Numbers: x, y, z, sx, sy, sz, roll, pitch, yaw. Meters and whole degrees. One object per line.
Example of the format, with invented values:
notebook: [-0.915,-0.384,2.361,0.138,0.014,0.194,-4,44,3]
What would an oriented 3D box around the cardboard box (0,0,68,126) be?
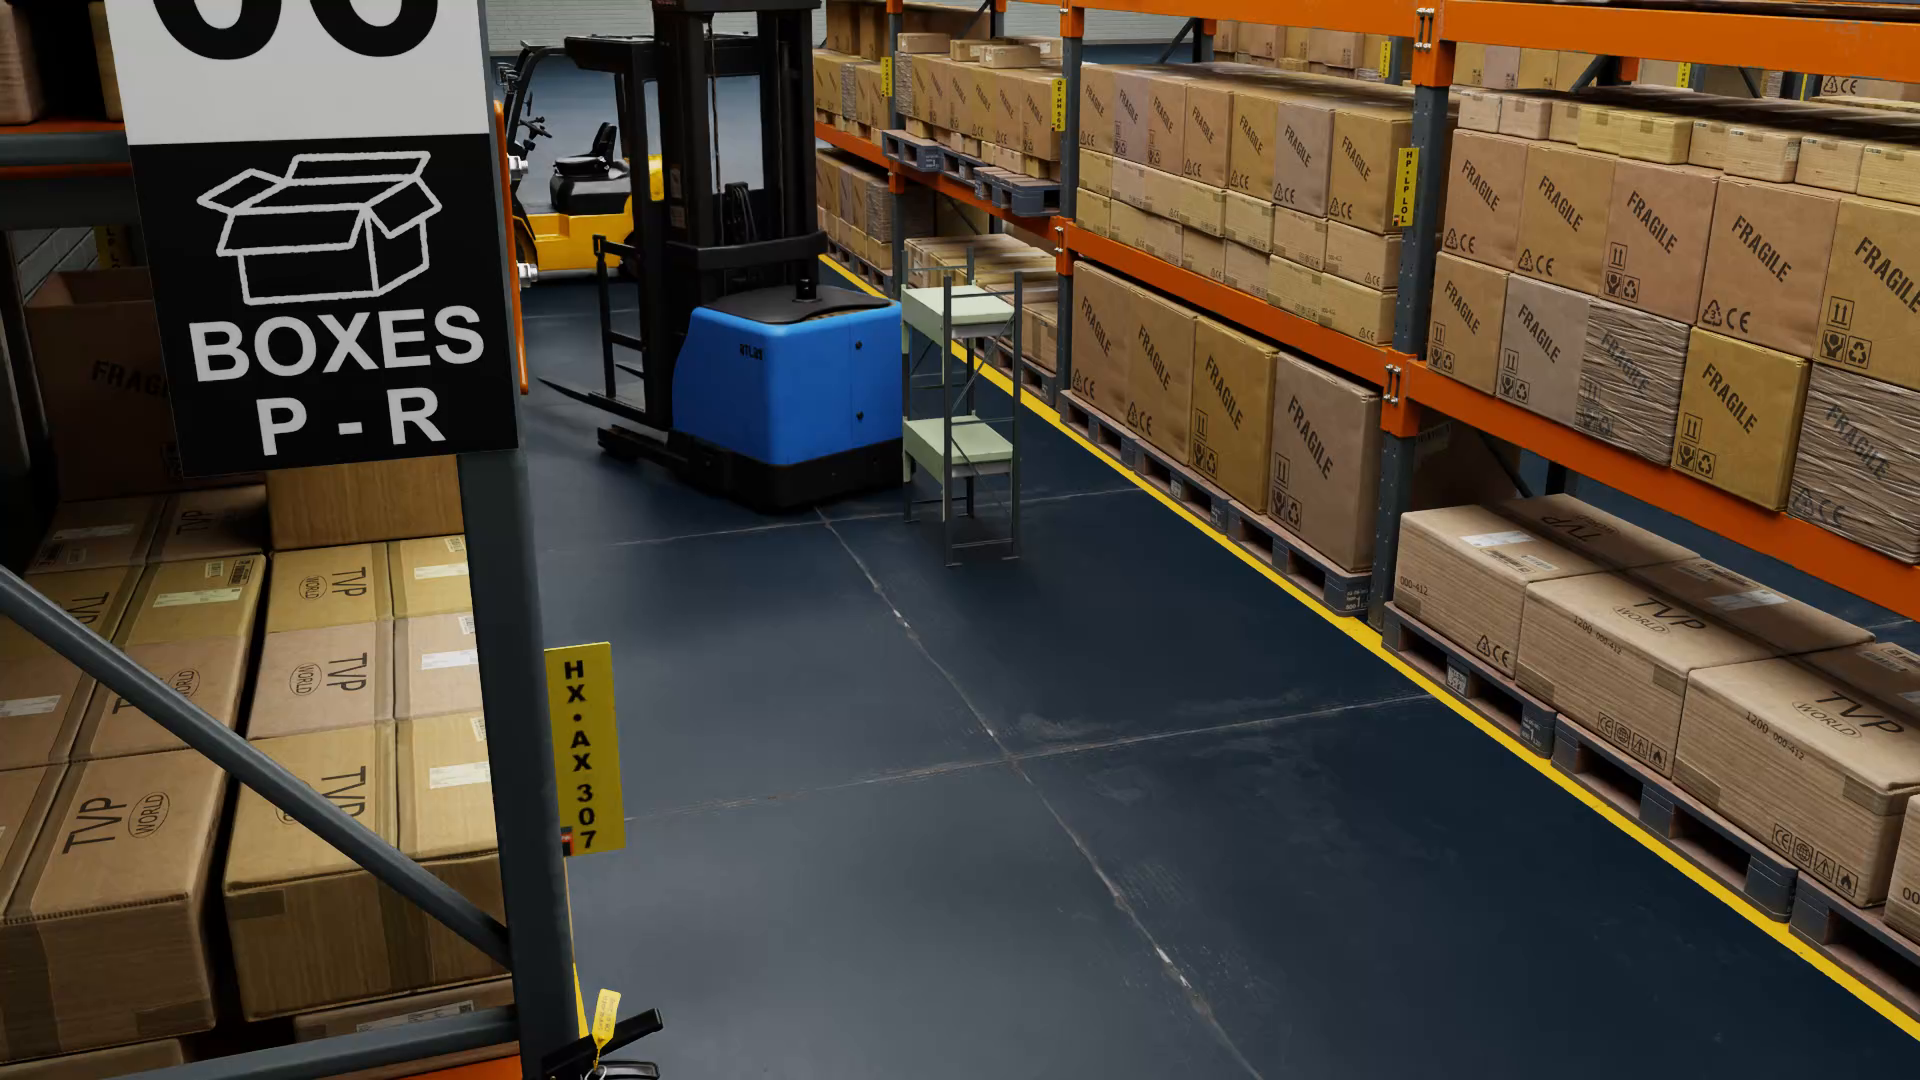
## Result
cardboard box: [-1.371,-0.606,2.099,0.380,0.149,0.250,-6,21,-16]

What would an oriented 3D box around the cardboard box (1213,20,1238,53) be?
cardboard box: [3.378,-5.911,19.117,0.875,0.550,0.550,-6,21,-17]

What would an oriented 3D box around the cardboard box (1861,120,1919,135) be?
cardboard box: [3.235,-1.310,5.539,0.380,0.149,0.250,-6,21,-17]

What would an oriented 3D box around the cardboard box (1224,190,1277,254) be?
cardboard box: [1.701,-1.652,8.560,0.500,0.250,0.500,-6,21,-16]

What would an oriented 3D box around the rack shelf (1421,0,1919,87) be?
rack shelf: [3.031,-1.478,5.220,1.077,0.370,4.000,-6,21,-17]

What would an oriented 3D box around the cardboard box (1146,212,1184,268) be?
cardboard box: [1.398,-1.744,9.555,0.500,0.250,0.500,-6,21,-15]

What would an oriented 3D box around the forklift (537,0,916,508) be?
forklift: [-1.622,-1.976,10.083,1.130,2.935,3.031,-17,26,-39]

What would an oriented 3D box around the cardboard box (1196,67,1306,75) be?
cardboard box: [1.725,-2.546,9.939,0.500,0.500,0.500,-6,21,-16]

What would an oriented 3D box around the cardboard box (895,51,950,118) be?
cardboard box: [-0.237,-3.817,13.898,0.500,0.500,0.500,-6,21,-16]

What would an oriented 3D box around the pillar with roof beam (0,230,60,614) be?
pillar with roof beam: [1.142,-3.479,5.291,9.100,9.000,0.400,-6,21,-17]

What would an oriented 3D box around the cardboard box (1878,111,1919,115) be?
cardboard box: [6.104,-2.742,10.983,0.380,0.149,0.250,-5,20,-15]

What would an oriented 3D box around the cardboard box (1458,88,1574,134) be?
cardboard box: [2.256,-1.740,6.737,0.380,0.149,0.250,-7,21,-18]

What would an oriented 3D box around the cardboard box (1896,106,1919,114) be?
cardboard box: [6.649,-2.889,11.392,0.380,0.149,0.250,-6,21,-16]

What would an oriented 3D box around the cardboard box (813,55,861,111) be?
cardboard box: [-1.156,-4.573,16.624,0.500,0.500,0.500,-7,21,-18]

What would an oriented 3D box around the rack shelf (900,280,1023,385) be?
rack shelf: [-0.002,-1.075,8.537,0.431,0.370,0.720,-6,21,-17]

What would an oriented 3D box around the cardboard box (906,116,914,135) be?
cardboard box: [-0.238,-3.482,13.924,0.380,0.149,0.250,-6,21,-16]

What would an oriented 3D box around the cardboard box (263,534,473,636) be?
cardboard box: [-1.259,0.198,3.709,0.500,0.250,0.500,-7,21,-18]

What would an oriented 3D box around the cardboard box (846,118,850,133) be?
cardboard box: [-0.877,-3.977,15.923,0.380,0.149,0.250,-7,21,-18]

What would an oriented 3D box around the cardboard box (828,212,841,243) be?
cardboard box: [-1.041,-3.174,16.762,0.500,0.250,0.500,-5,20,-14]

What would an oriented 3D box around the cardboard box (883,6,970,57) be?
cardboard box: [-0.316,-4.766,15.680,0.700,0.500,0.500,-7,21,-18]

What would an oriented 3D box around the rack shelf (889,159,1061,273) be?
rack shelf: [0.517,-2.633,12.874,1.077,0.370,4.000,-6,21,-17]

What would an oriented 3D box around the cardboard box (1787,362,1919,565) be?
cardboard box: [2.943,-0.263,5.063,0.500,0.500,0.500,-6,21,-16]

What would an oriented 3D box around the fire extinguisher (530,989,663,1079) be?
fire extinguisher: [-0.566,0.976,2.428,0.296,0.674,0.183,-6,21,-17]

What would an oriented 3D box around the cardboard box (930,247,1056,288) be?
cardboard box: [0.285,-2.176,13.803,0.950,0.372,0.625,-5,20,-14]

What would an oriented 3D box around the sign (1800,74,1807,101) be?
sign: [6.325,-3.457,12.507,0.100,0.325,0.005,-6,21,-17]

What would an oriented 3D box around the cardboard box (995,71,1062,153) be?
cardboard box: [0.566,-2.996,11.610,0.500,0.500,0.500,-7,21,-18]

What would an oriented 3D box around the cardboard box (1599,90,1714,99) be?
cardboard box: [2.781,-1.708,6.648,0.380,0.149,0.250,-6,21,-16]

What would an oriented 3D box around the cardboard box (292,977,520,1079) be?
cardboard box: [-0.894,0.750,2.764,0.380,0.149,0.250,-7,21,-18]

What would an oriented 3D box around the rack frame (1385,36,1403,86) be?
rack frame: [4.556,-4.172,16.094,1.000,3.000,0.127,-6,21,-17]

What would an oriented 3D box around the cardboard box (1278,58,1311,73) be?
cardboard box: [3.914,-4.879,17.840,0.875,0.550,0.500,-6,21,-17]

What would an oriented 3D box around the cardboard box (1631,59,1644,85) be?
cardboard box: [5.521,-3.713,13.190,0.700,0.500,0.500,-7,21,-18]

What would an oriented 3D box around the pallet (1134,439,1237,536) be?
pallet: [1.701,-0.366,9.622,1.003,0.211,1.213,-6,21,-17]

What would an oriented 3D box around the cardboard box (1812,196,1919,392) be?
cardboard box: [2.938,-0.733,4.894,0.500,0.500,0.500,-6,21,-17]

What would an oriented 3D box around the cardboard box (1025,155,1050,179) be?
cardboard box: [0.666,-2.568,11.379,0.380,0.149,0.250,-6,21,-16]

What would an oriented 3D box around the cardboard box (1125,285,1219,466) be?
cardboard box: [1.560,-1.010,9.814,0.875,0.875,0.875,-6,21,-17]

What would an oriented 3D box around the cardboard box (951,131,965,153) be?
cardboard box: [0.145,-3.061,12.751,0.380,0.149,0.250,-6,20,-15]

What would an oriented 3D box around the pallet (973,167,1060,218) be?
pallet: [0.820,-2.457,11.603,1.213,0.211,1.003,-6,21,-17]

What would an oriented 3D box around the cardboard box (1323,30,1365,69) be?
cardboard box: [4.189,-5.037,16.683,0.875,0.550,0.550,-6,21,-17]

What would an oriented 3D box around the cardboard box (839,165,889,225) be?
cardboard box: [-0.876,-3.358,16.165,0.500,0.500,0.500,-5,20,-14]

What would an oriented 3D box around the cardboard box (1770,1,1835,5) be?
cardboard box: [8.893,-5.439,17.555,0.500,0.500,0.500,-6,21,-17]

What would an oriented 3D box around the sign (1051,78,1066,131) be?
sign: [0.633,-2.777,10.614,0.100,0.325,0.005,-6,21,-17]

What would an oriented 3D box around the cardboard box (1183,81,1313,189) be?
cardboard box: [1.537,-2.175,8.908,0.500,0.500,0.500,-6,21,-16]

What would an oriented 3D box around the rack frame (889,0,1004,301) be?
rack frame: [-0.112,-3.613,14.539,1.000,3.000,0.127,-6,21,-17]

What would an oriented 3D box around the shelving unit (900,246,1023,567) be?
shelving unit: [-0.002,-0.708,8.669,0.431,1.500,0.755,-6,21,-17]

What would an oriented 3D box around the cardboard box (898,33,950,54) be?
cardboard box: [-0.300,-4.115,13.767,0.380,0.149,0.250,-6,21,-17]

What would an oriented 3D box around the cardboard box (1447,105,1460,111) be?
cardboard box: [2.537,-1.736,7.684,0.500,0.500,0.500,-6,21,-17]

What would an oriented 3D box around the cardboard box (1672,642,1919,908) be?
cardboard box: [3.062,0.752,5.555,0.875,0.438,0.875,-6,21,-16]

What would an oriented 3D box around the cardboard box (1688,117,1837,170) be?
cardboard box: [2.705,-1.336,5.611,0.380,0.149,0.250,-6,21,-17]

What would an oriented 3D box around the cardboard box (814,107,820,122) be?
cardboard box: [-1.323,-4.388,17.068,0.380,0.149,0.250,-6,21,-16]

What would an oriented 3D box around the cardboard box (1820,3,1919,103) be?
cardboard box: [9.413,-4.877,16.547,1.000,1.000,1.000,-6,21,-17]

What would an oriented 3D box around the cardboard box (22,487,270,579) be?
cardboard box: [-1.924,0.084,4.026,0.500,0.250,0.500,-6,21,-17]
